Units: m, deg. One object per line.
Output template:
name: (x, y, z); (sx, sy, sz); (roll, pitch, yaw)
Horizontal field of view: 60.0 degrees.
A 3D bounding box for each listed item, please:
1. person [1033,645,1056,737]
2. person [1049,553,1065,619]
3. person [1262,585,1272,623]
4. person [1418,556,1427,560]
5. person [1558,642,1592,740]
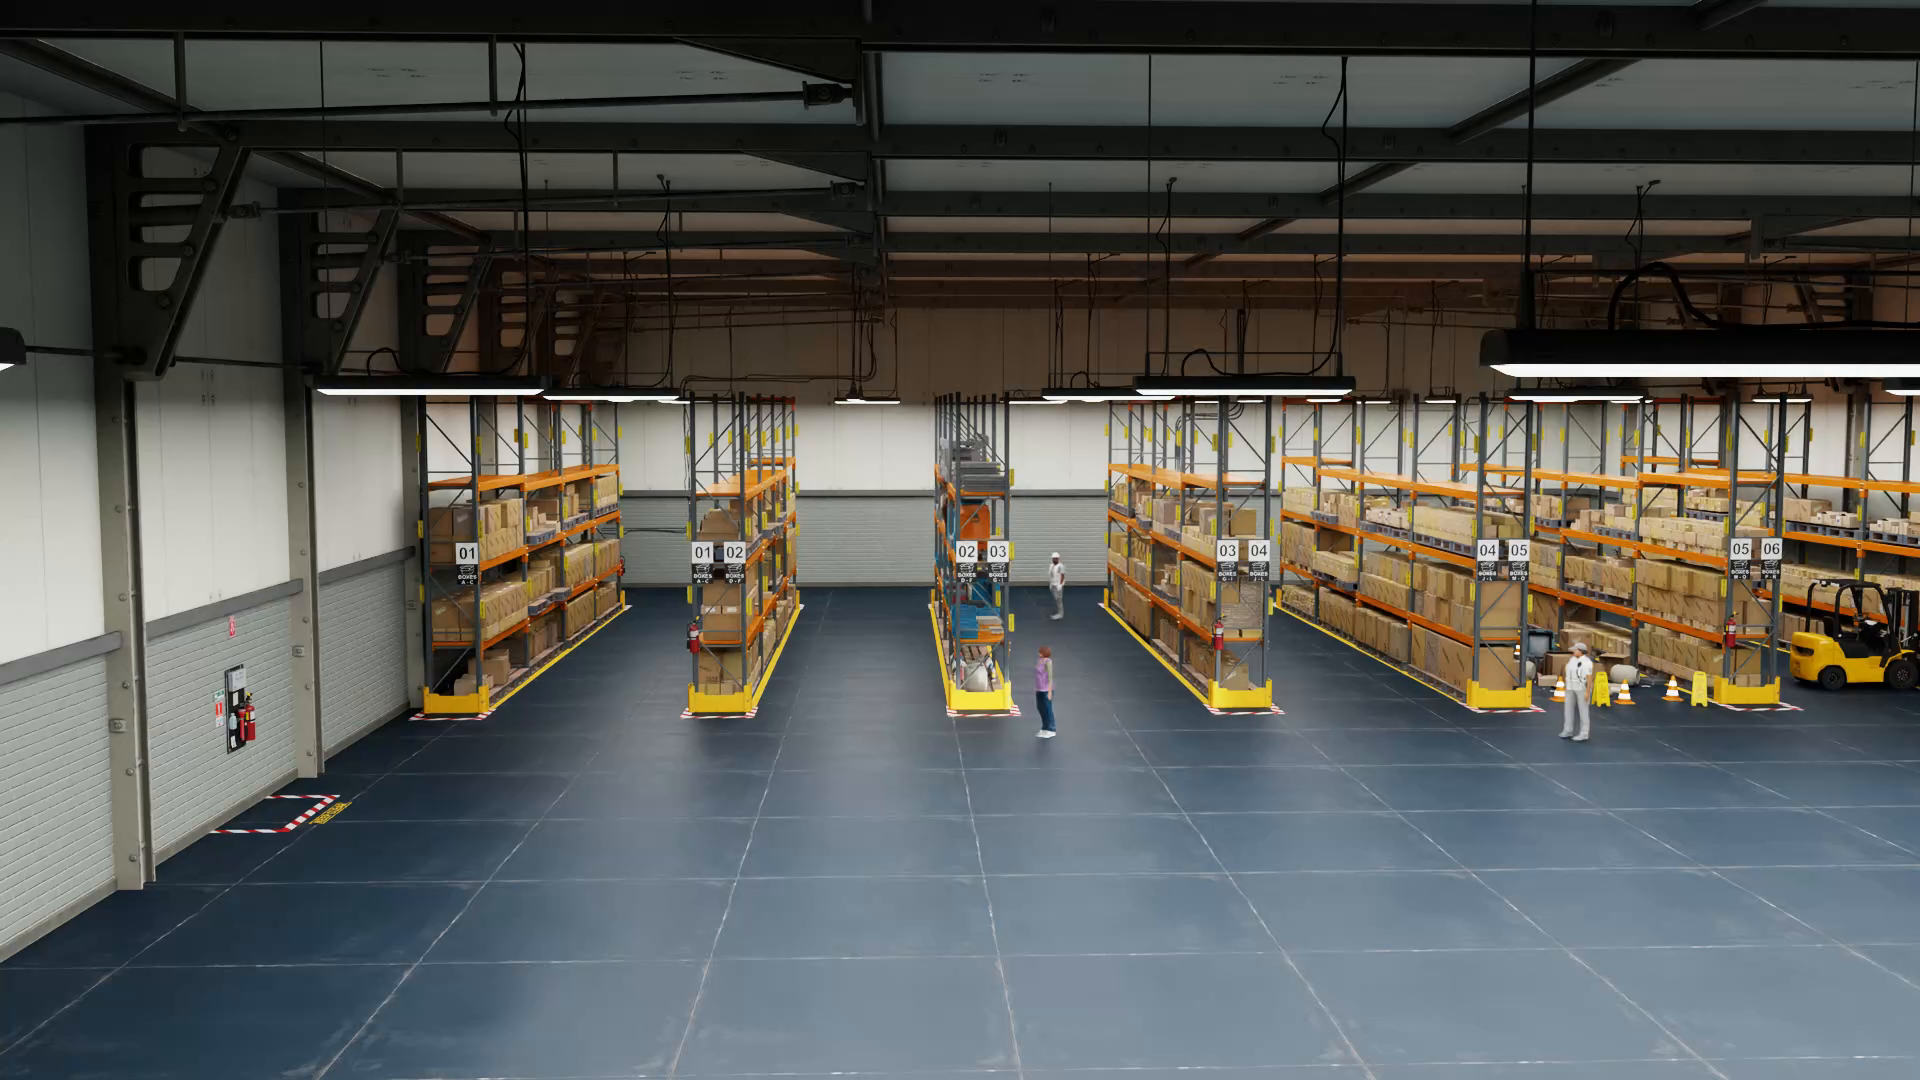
person: (1.464, 2.622, 28.807); (0.355, 1.628, 0.533); (-3, 5, -29)
person: (2.599, 1.231, 44.797); (0.367, 1.787, 0.586); (-2, 5, -26)
person: (7.460, 1.593, 41.228); (0.485, 1.707, 0.833); (0, 5, 1)
person: (12.548, 1.269, 45.222); (0.378, 1.688, 0.506); (0, 5, 5)
person: (10.628, 2.588, 28.647); (0.433, 1.664, 0.534); (-3, 6, -35)
